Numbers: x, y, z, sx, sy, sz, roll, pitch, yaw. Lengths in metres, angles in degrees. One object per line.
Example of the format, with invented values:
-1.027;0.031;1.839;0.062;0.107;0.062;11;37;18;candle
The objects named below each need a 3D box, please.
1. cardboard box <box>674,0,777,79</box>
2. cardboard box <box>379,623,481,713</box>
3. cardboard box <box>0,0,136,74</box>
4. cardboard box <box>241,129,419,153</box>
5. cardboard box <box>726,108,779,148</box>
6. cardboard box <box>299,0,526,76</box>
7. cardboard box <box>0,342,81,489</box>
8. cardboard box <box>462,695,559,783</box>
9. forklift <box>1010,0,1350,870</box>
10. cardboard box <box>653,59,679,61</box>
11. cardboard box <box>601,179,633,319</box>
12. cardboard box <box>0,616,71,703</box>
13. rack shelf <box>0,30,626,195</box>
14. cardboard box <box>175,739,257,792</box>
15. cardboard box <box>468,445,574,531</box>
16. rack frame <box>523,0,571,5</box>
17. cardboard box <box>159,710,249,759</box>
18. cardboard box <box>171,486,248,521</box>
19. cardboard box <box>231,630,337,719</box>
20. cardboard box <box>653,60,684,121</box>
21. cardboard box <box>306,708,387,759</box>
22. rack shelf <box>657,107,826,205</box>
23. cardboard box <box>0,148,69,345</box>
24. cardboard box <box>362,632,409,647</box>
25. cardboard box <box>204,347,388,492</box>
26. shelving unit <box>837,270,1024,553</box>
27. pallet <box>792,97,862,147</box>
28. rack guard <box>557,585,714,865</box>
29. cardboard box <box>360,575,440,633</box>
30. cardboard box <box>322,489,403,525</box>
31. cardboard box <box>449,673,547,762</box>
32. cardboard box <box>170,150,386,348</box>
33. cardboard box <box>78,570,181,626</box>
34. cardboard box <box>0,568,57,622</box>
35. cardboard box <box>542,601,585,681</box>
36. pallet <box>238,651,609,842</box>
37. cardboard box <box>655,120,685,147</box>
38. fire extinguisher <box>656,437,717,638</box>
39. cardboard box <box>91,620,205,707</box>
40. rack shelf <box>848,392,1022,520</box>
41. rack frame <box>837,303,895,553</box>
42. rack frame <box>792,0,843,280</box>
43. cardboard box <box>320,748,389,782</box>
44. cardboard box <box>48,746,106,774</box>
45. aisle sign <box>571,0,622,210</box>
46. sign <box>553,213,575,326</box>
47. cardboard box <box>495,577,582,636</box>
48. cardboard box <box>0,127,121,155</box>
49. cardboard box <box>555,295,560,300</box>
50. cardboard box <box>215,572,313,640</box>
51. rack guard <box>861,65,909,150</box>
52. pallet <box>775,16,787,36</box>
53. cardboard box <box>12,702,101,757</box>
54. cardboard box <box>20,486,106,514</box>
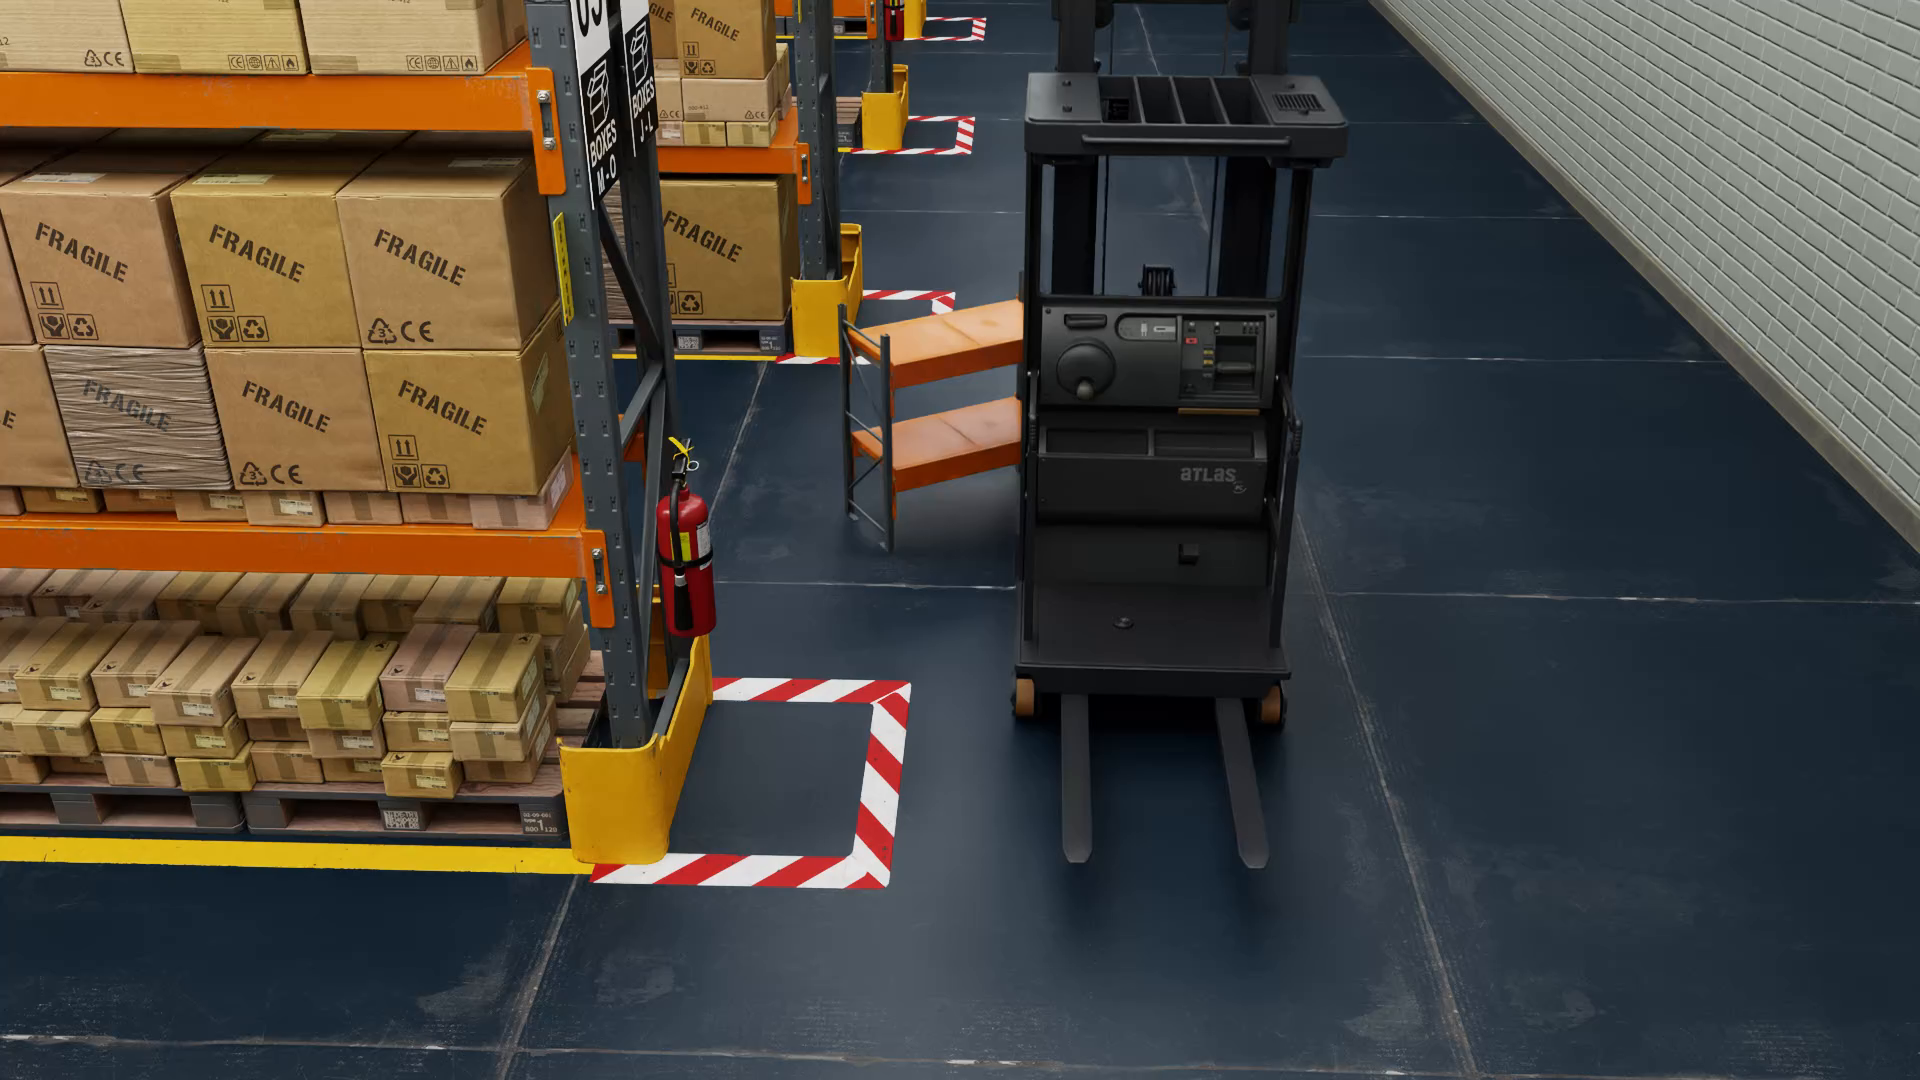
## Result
-1.373;-3.023;9.793;0.500;0.500;0.500;1;28;2;cardboard box
-1.940;0.468;6.125;0.250;0.149;0.380;1;28;3;cardboard box
-2.622;-1.584;4.993;0.500;0.250;0.500;2;28;4;cardboard box
-2.097;-1.176;5.775;0.500;0.500;0.500;2;28;3;cardboard box
-1.244;-2.483;9.999;0.250;0.149;0.380;1;28;3;cardboard box
-1.617;-1.565;4.956;0.500;0.250;0.500;0;28;1;cardboard box
-3.131;-0.512;5.590;0.500;0.500;0.500;2;28;4;cardboard box
-1.686;0.741;6.245;0.250;0.149;0.380;1;28;3;cardboard box
0.782;-0.695;6.431;1.130;2.935;3.031;1;28;3;forklift
-1.867;-2.947;10.449;0.500;0.250;0.500;1;28;1;cardboard box
-2.429;-1.977;10.597;0.875;0.875;0.875;1;28;2;cardboard box
-3.498;0.441;6.175;0.250;0.149;0.380;0;28;0;cardboard box
-3.152;-1.462;5.372;4.000;0.370;1.077;1;28;2;rack shelf
-2.712;0.767;6.197;0.250;0.149;0.380;0;28;0;cardboard box
-1.489;-0.184;5.663;0.250;0.149;0.380;1;28;2;cardboard box
-1.153;-3.073;4.438;0.127;3.000;1.000;1;28;2;rack frame
-2.728;0.635;6.127;0.250;0.149;0.380;1;28;3;cardboard box
-2.505;-0.214;5.720;0.250;0.149;0.380;0;28;0;cardboard box
-2.460;0.489;6.085;0.250;0.149;0.380;0;28;0;cardboard box
-1.877;-2.700;9.982;0.500;0.250;0.500;0;28;1;cardboard box
-2.210;0.638;6.122;0.250;0.149;0.380;0;28;0;cardboard box
-2.876;-2.457;10.451;4.000;0.370;1.077;1;28;2;rack shelf
-3.174;-0.950;5.348;0.500;0.500;0.500;0;28;0;cardboard box
-2.187;0.398;6.574;0.250;0.149;0.380;1;28;2;cardboard box
-2.126;-0.495;5.558;0.500;0.500;0.500;1;28;1;cardboard box
-0.011;-0.654;8.283;1.048;1.125;0.538;-15;31;-25;shelving unit
-1.525;-3.860;15.306;1.213;0.211;1.003;1;28;2;pallet
-1.229;0.681;6.431;0.348;0.500;1.175;1;28;2;rack guard
-2.192;0.209;6.613;0.250;0.149;0.380;1;28;2;cardboard box
-1.987;-0.203;5.698;0.250;0.149;0.380;1;28;1;cardboard box
-1.690;0.646;6.107;0.250;0.149;0.380;0;28;0;cardboard box
-2.125;-0.939;5.327;0.500;0.500;0.500;0;28;0;cardboard box
-3.235;0.250;6.537;0.250;0.149;0.380;1;28;2;cardboard box
-3.749;0.196;6.639;0.250;0.149;0.380;0;28;-1;cardboard box
-1.667;0.392;6.586;0.250;0.149;0.380;2;28;4;cardboard box
-2.040;0.779;6.555;1.213;0.211;1.003;1;28;2;pallet
-1.756;-2.491;10.014;0.250;0.149;0.380;1;28;2;cardboard box
-0.917;-0.003;5.533;0.183;0.674;0.296;1;28;2;fire extinguisher
-2.990;0.455;6.150;0.250;0.149;0.380;0;28;0;cardboard box
-0.011;-0.438;8.397;1.000;0.278;0.538;-15;31;-25;rack shelf
-0.455;-0.538;8.064;0.032;1.125;0.500;-15;31;-25;rack frame
-0.877;-2.742;10.220;0.127;3.000;1.000;1;28;2;rack frame
-2.208;0.739;6.248;0.250;0.149;0.380;1;28;2;cardboard box
-3.235;0.713;6.297;0.250;0.149;0.380;2;28;3;cardboard box
-1.091;-1.429;4.967;0.004;0.787;0.394;1;28;2;aisle sign
-1.193;-0.814;5.009;0.005;0.325;0.100;1;28;2;sign
-1.665;0.222;6.590;0.250;0.149;0.380;0;28;-1;cardboard box
-3.125;-1.202;5.823;0.500;0.500;0.500;0;28;0;cardboard box
-1.592;-0.734;6.008;0.500;0.500;0.500;2;28;4;cardboard box
-2.719;0.235;6.565;0.250;0.149;0.380;2;28;4;cardboard box
-0.678;-3.962;15.189;0.348;0.500;1.175;1;28;2;rack guard
-2.612;-6.182;19.687;1.213;0.211;1.003;1;28;2;pallet
-3.260;0.631;6.135;0.250;0.149;0.380;1;28;2;cardboard box
-3.039;-0.243;5.775;0.250;0.149;0.380;1;28;3;cardboard box
